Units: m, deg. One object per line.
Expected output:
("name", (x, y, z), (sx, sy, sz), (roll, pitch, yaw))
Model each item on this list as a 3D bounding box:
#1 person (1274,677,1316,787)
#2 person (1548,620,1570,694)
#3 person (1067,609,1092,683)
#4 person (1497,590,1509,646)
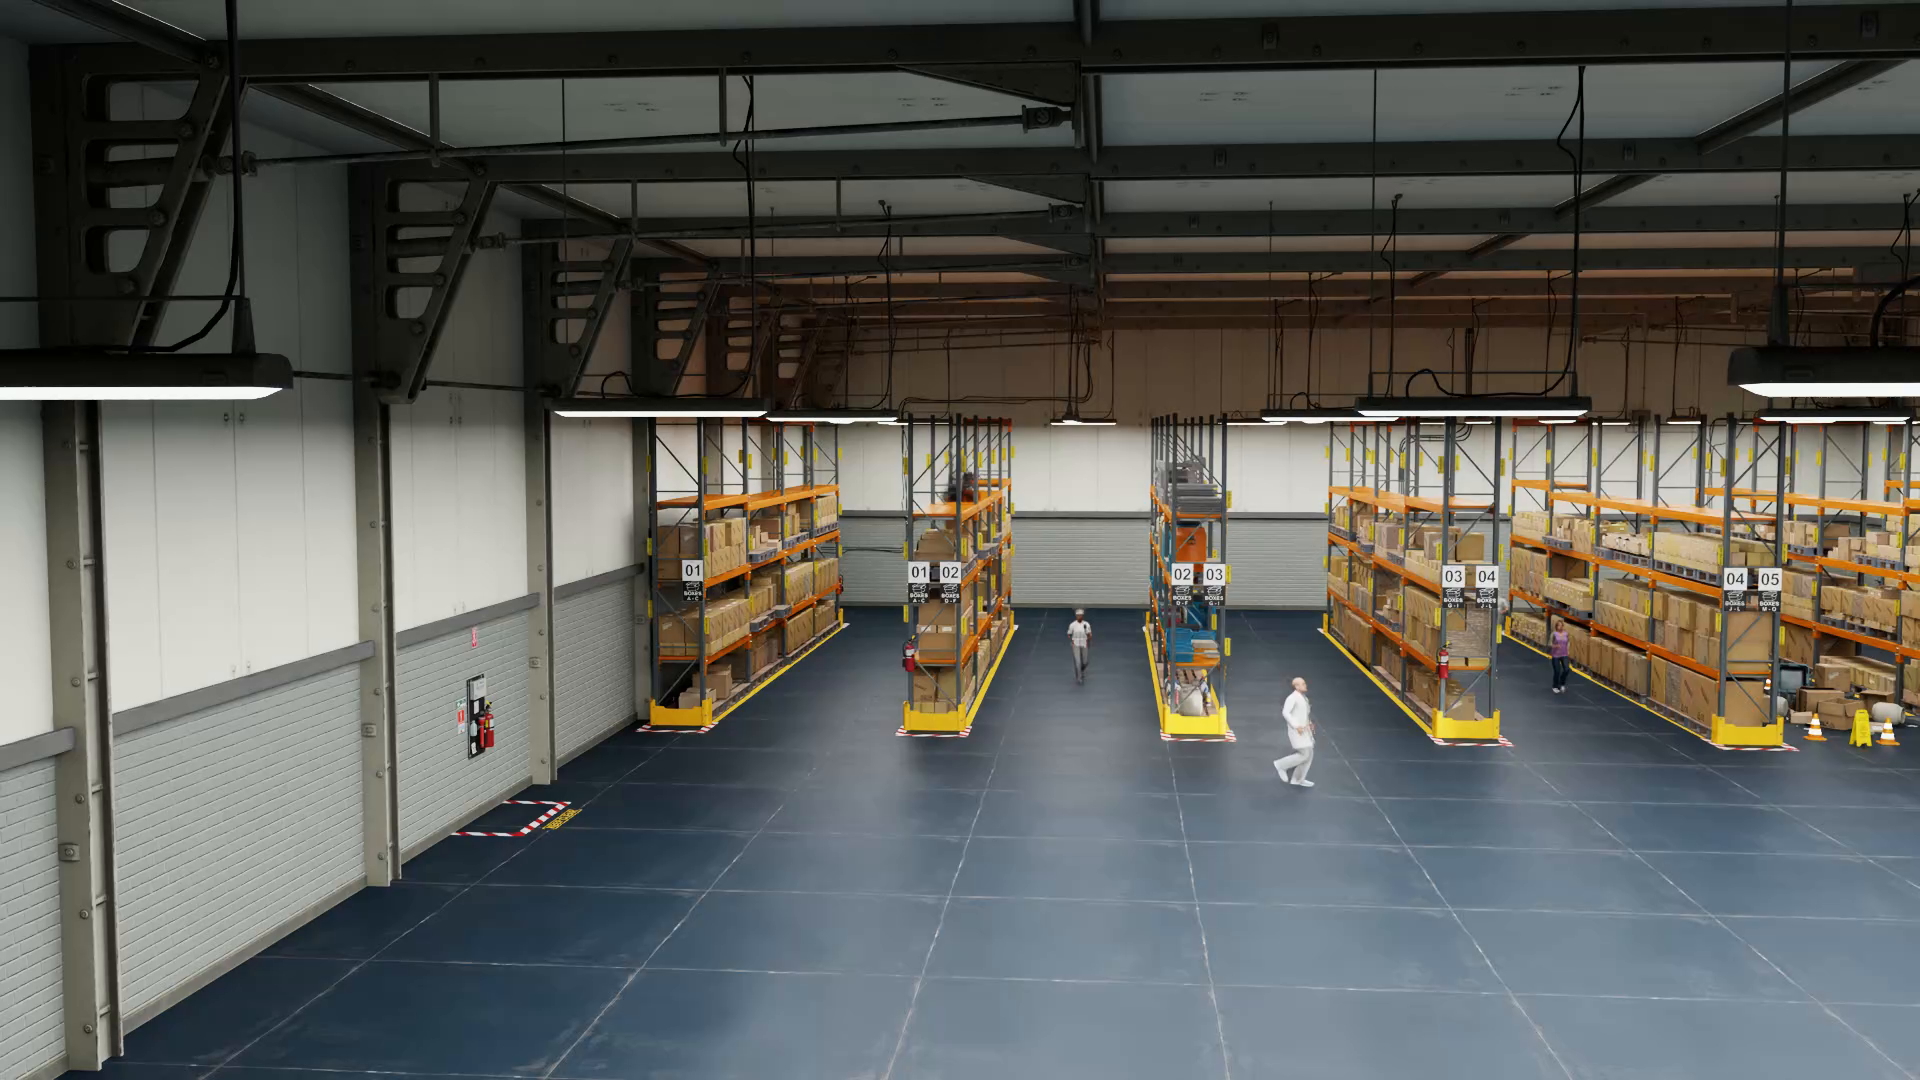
("person", (5.368, 3.067, 26.633), (0.630, 1.741, 0.703), (2, 4, 30))
("person", (12.902, 2.522, 35.728), (0.519, 1.582, 0.615), (0, 4, 3))
("person", (2.692, 2.383, 37.431), (0.573, 1.638, 0.563), (0, 4, -1))
("person", (13.588, 2.054, 42.105), (0.562, 1.713, 0.798), (1, 4, 12))
